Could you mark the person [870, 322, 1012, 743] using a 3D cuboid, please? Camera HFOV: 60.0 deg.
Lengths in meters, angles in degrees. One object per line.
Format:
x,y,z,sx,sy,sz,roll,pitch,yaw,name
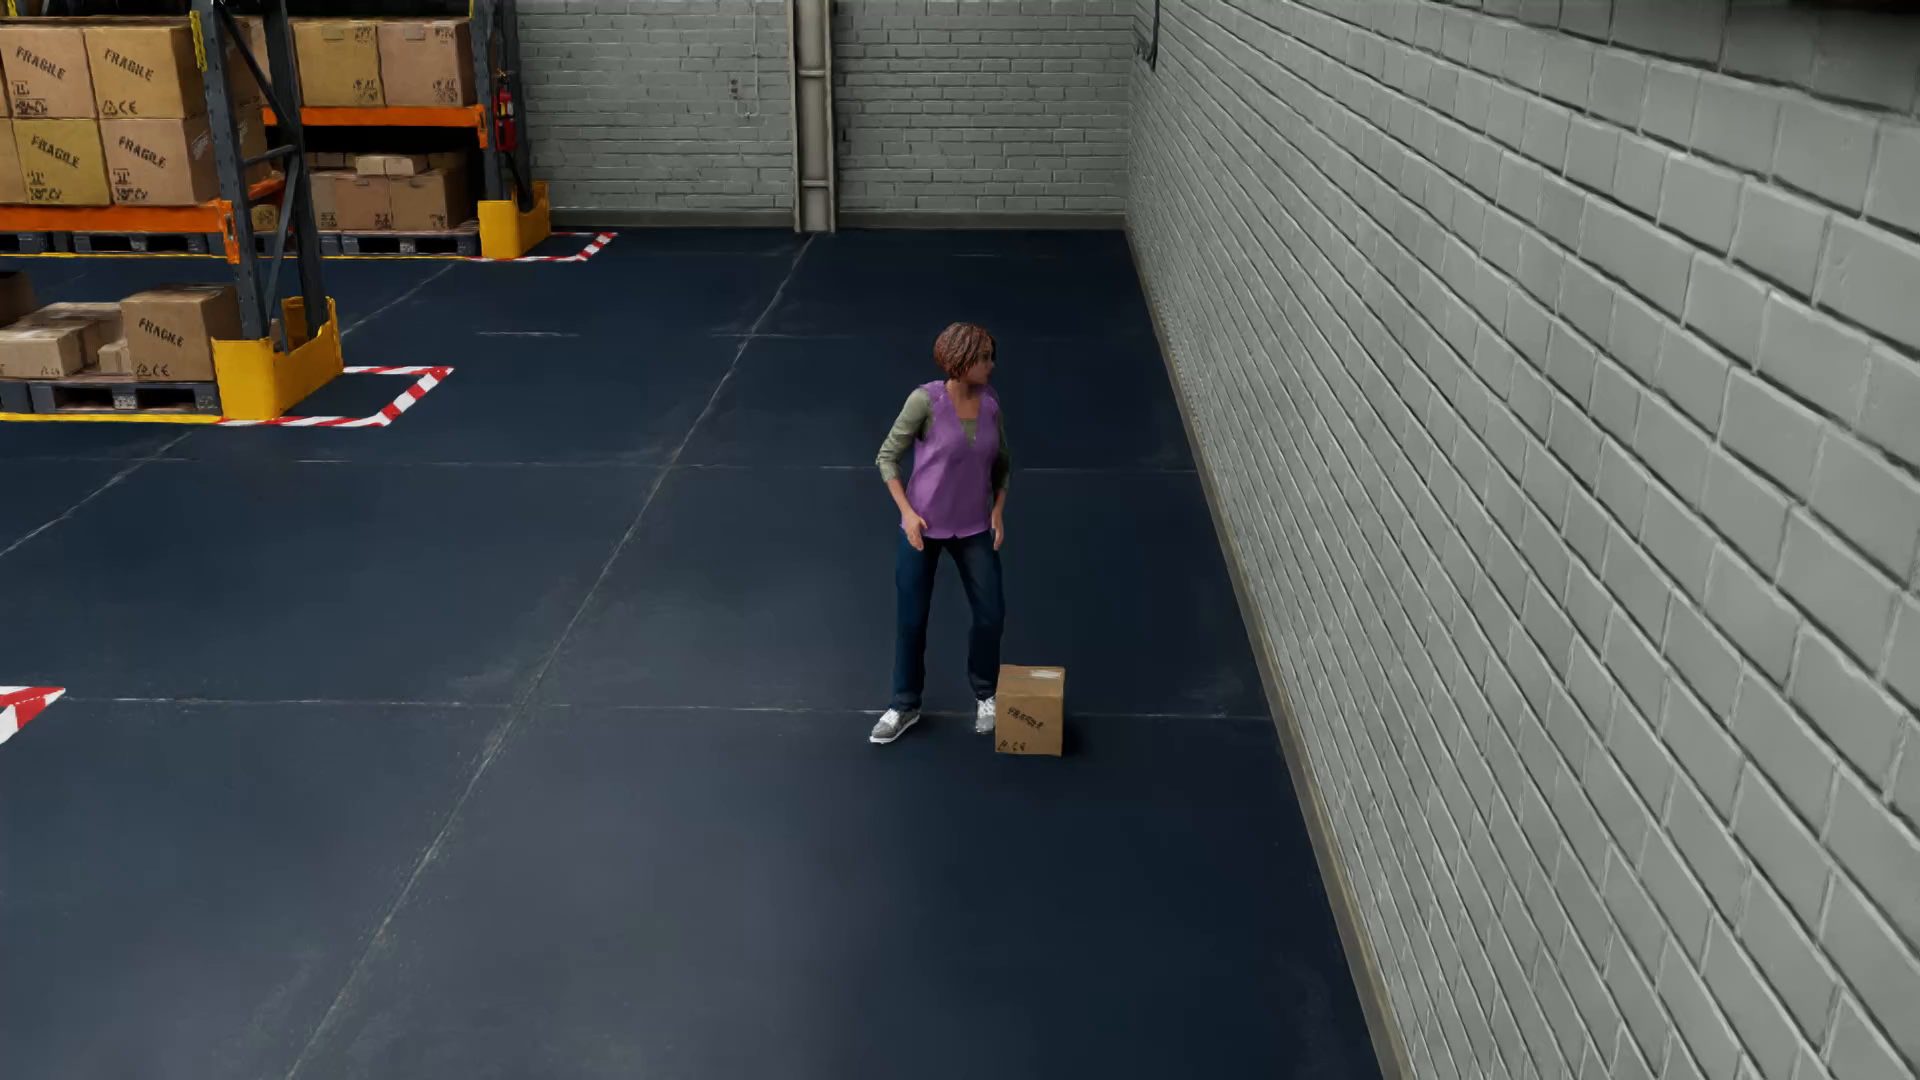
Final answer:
-0.073,-0.010,6.188,0.600,1.589,0.360,-6,22,-14,person
